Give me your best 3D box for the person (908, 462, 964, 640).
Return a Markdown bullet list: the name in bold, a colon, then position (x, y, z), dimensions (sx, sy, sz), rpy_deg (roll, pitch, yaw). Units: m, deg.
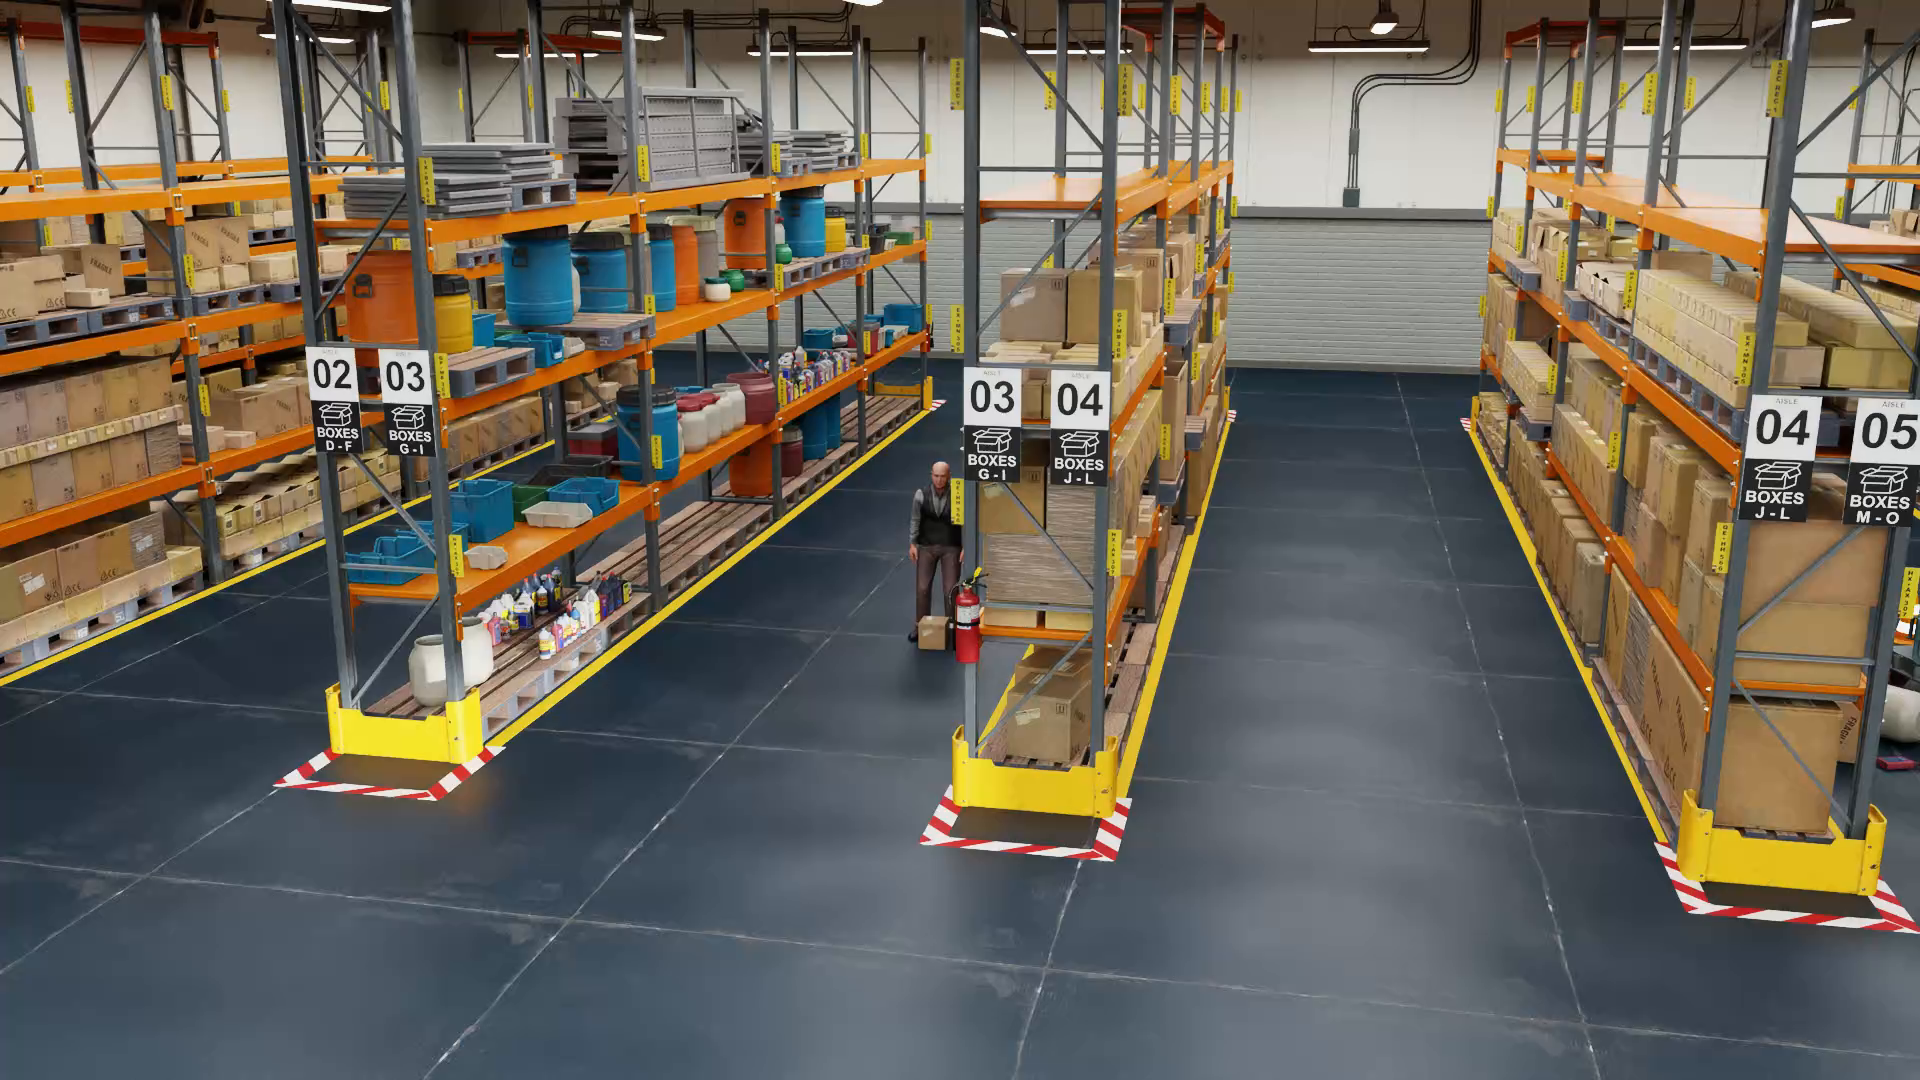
- **person**: position (-0.186, 0.091, 15.705), dimensions (0.593, 1.722, 0.416), rpy_deg (2, 15, 9)
